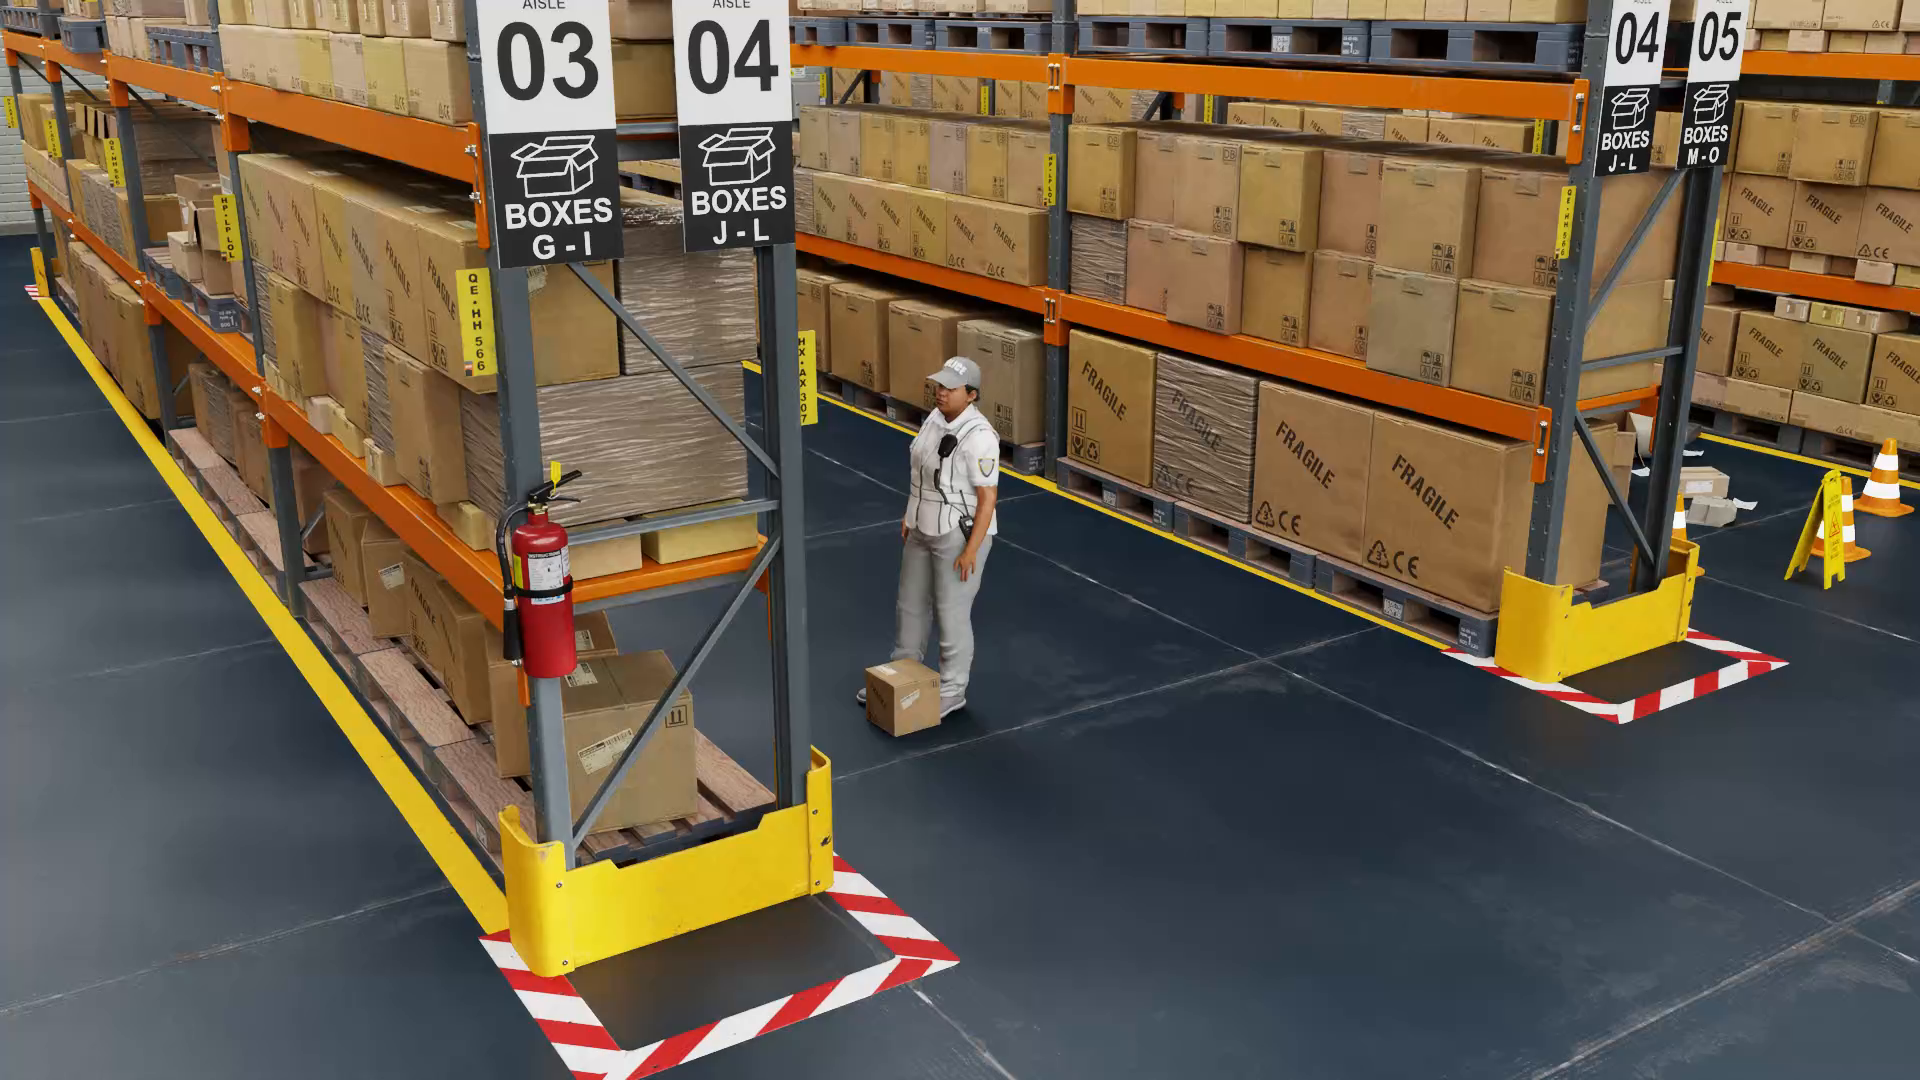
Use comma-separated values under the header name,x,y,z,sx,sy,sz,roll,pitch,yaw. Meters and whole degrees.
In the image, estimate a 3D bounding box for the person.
name,x,y,z,sx,sy,sz,roll,pitch,yaw
person,-0.130,-0.005,7.534,0.526,1.670,0.598,-12,21,-31
